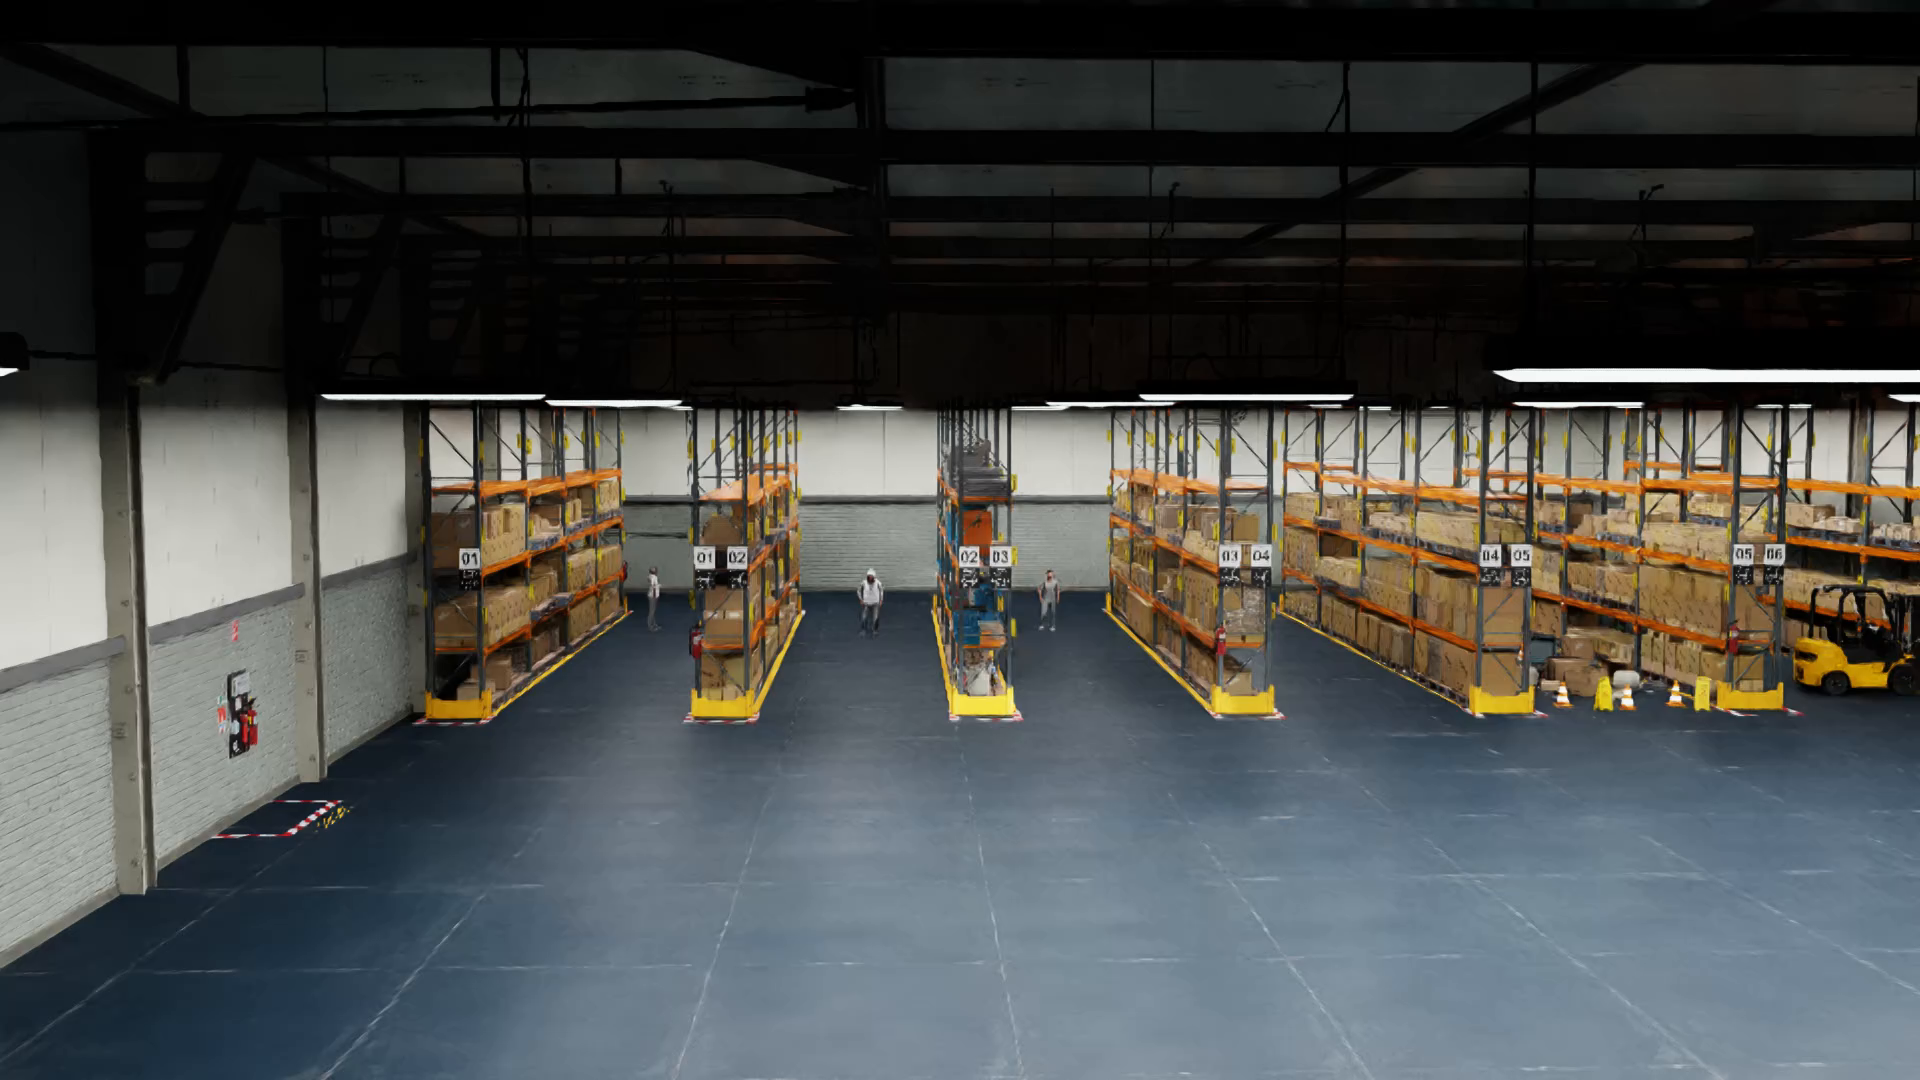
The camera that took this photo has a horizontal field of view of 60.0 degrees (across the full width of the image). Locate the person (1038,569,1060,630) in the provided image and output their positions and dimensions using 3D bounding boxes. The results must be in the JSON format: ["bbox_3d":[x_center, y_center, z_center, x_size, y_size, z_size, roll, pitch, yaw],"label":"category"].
[{"bbox_3d":[2.329,1.560,43.544,0.580,1.619,0.507,0,4,-4],"label":"person"}]

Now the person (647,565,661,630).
[{"bbox_3d":[-8.021,1.505,43.581,0.373,1.679,0.588,-1,5,-17],"label":"person"}]

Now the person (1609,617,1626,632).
[{"bbox_3d":[16.983,1.492,43.065,0.570,1.786,0.653,2,5,26],"label":"person"}]

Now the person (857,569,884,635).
[{"bbox_3d":[-2.285,1.582,42.571,0.677,1.726,0.574,0,4,-4],"label":"person"}]
